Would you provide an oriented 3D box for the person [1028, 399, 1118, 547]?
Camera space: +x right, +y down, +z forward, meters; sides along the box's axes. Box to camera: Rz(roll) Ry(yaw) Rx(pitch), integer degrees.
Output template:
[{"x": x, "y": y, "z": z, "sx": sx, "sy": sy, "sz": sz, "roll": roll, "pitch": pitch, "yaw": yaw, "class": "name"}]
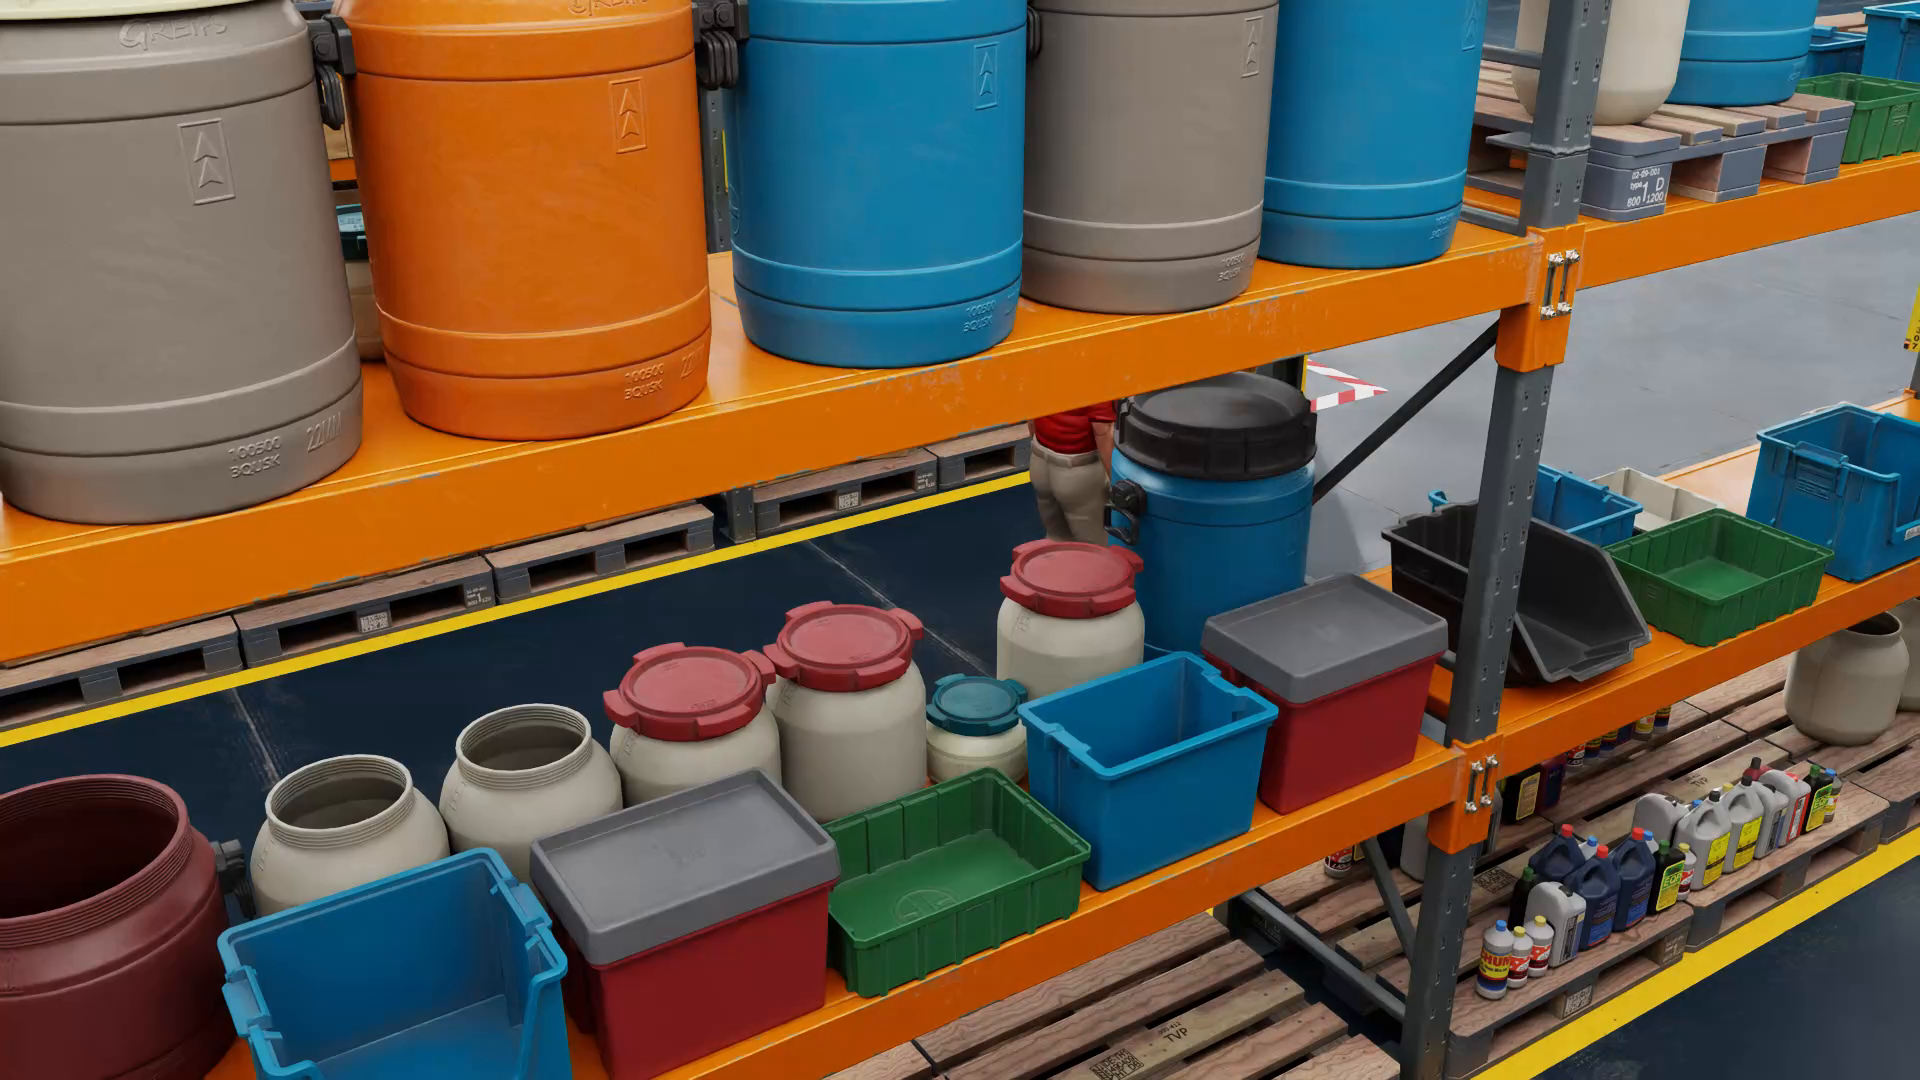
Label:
[{"x": 0.554, "y": -0.321, "z": 7.813, "sx": 0.388, "sy": 1.727, "sz": 0.606, "roll": -17, "pitch": 30, "yaw": -32, "class": "person"}]
